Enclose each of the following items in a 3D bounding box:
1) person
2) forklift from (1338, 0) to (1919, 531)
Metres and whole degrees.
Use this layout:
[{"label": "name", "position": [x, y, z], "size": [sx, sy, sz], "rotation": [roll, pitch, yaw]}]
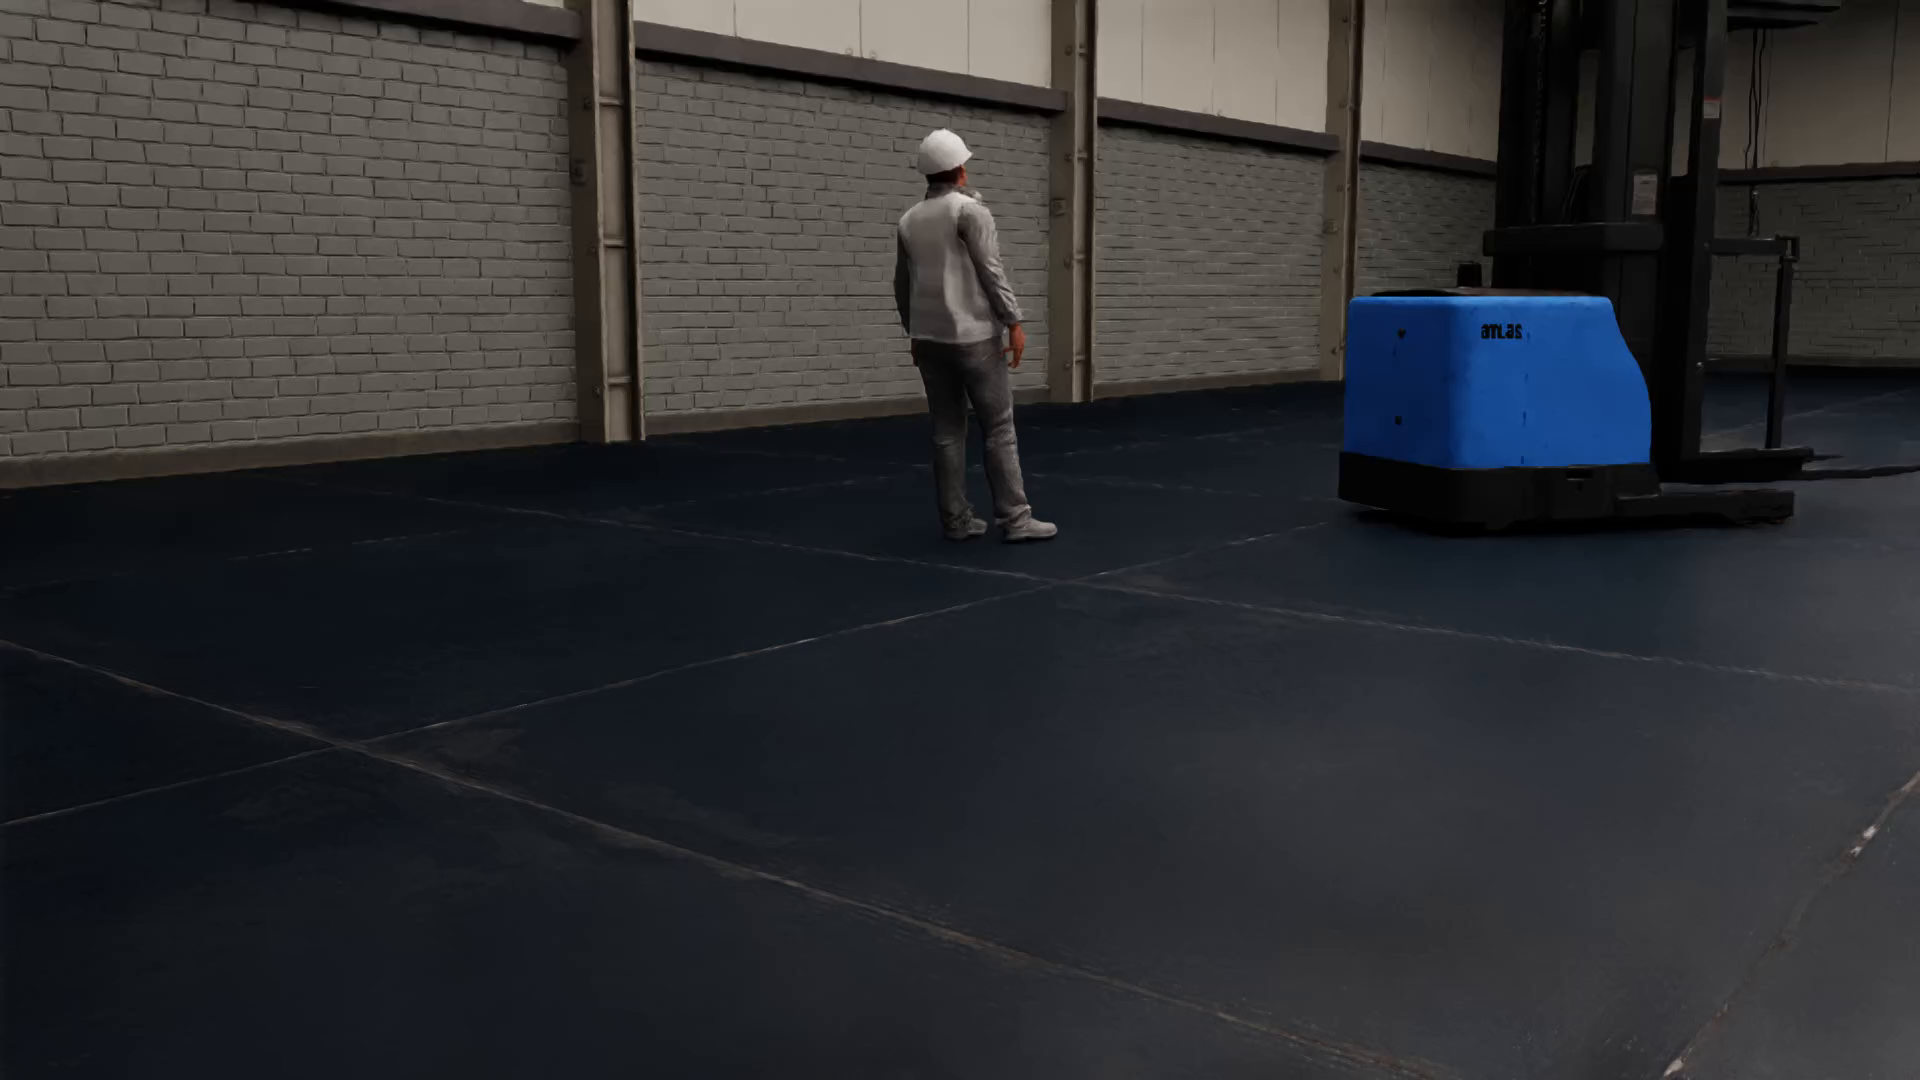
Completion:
[{"label": "person", "position": [0.045, -0.891, 7.319], "size": [0.632, 1.773, 0.567], "rotation": [7, 11, 38]}, {"label": "forklift", "position": [3.470, -1.590, 8.144], "size": [3.031, 2.935, 1.130], "rotation": [-3, 9, -17]}]
